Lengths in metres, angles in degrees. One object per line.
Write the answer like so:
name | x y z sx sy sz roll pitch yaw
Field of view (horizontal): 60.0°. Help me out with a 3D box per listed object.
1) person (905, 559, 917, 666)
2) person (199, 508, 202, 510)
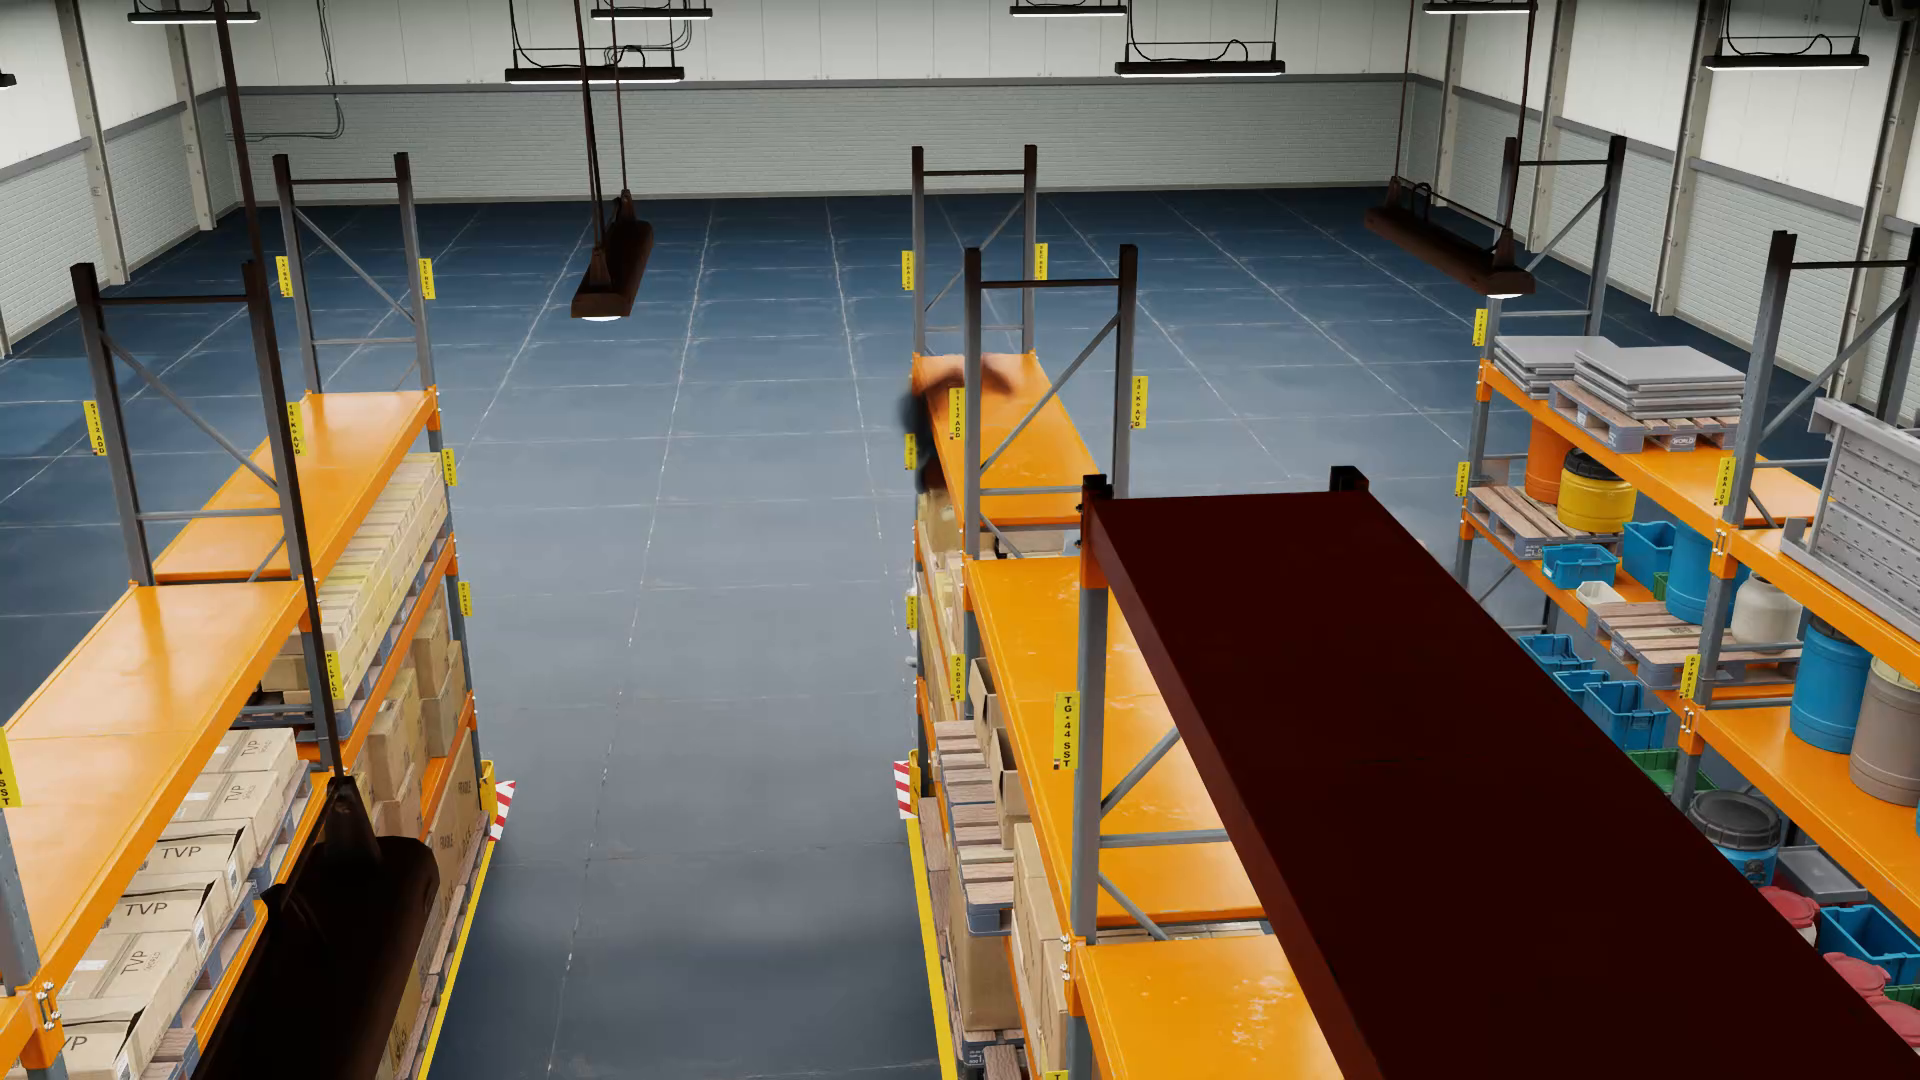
person | -0.289 0.588 17.784 0.714 1.749 0.653 7 23 18
person | -8.148 0.444 18.321 0.713 1.622 0.593 20 29 41
